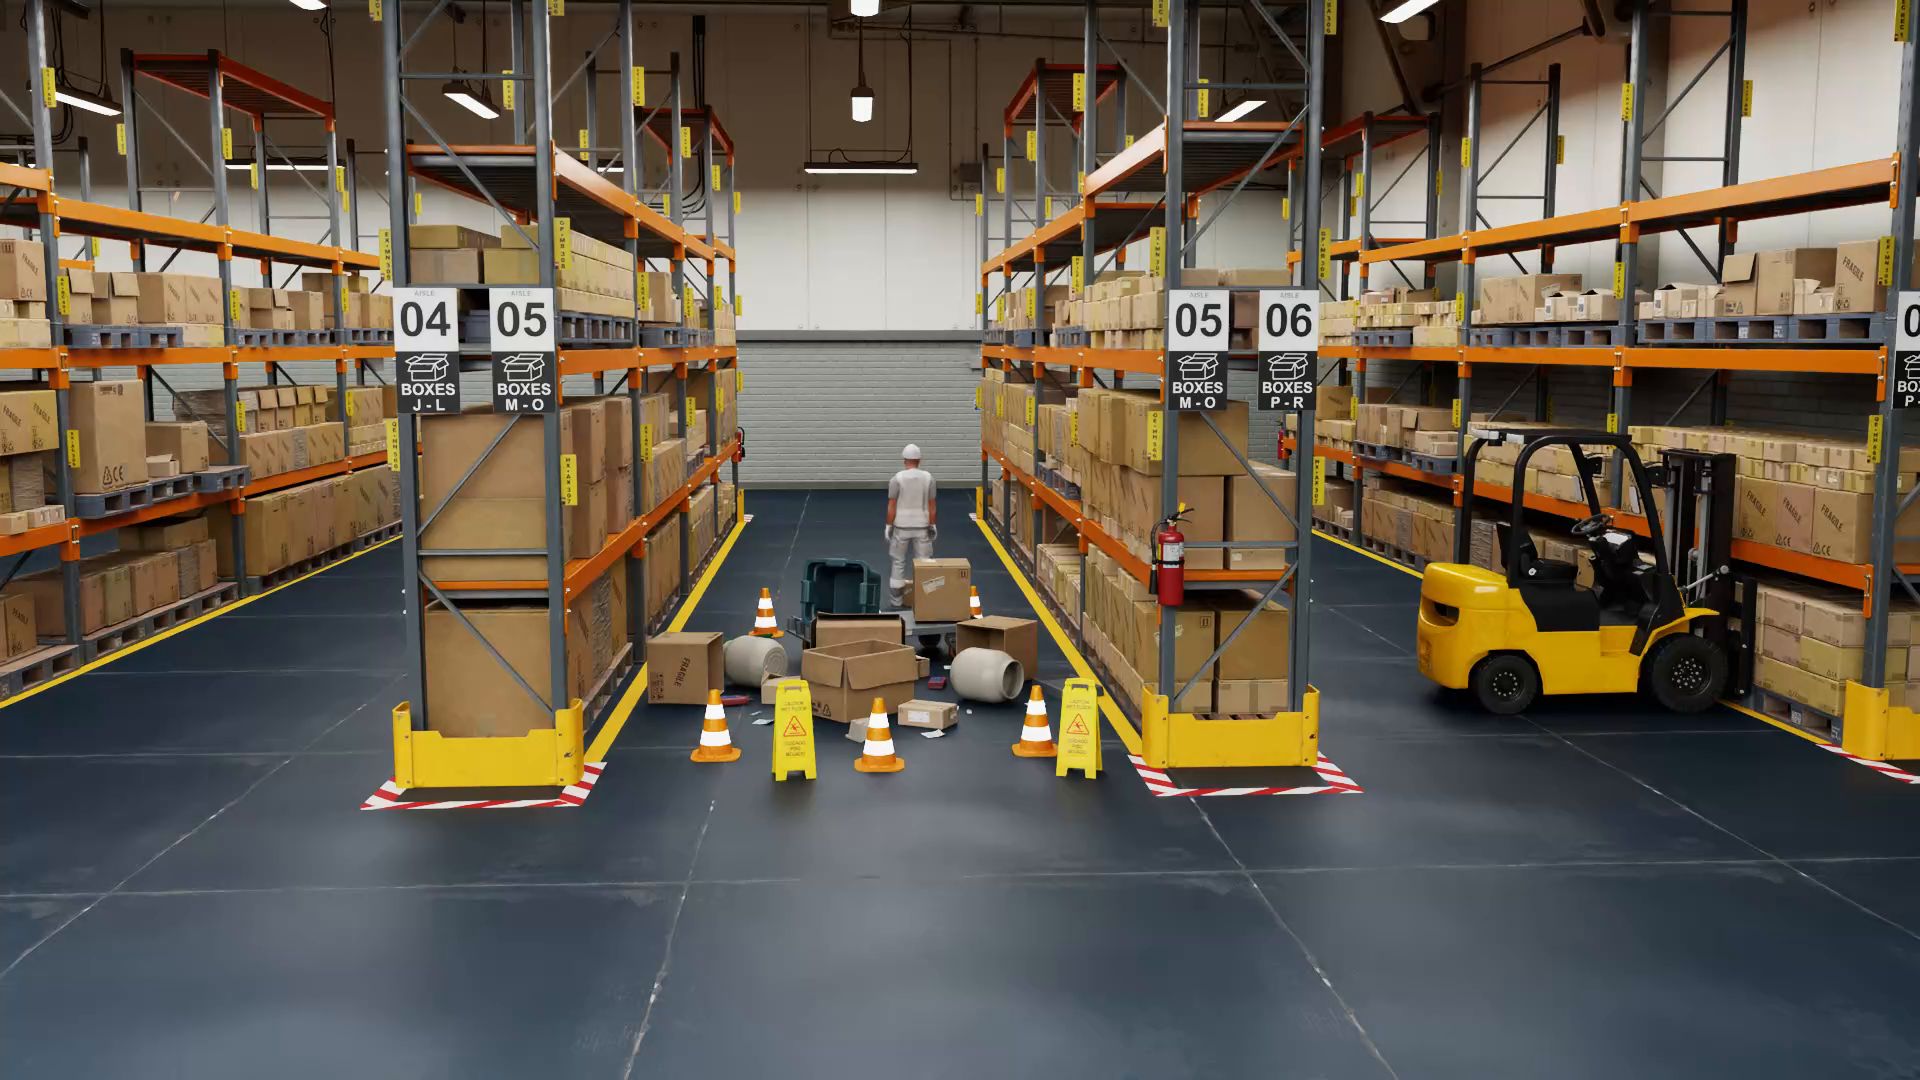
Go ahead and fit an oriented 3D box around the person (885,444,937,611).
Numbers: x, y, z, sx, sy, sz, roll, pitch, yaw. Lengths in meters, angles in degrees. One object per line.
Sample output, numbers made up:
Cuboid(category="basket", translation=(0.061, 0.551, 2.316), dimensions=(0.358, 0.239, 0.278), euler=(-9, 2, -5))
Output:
Cuboid(category="person", translation=(-0.538, -0.133, 17.741), dimensions=(0.564, 1.792, 0.569), euler=(-2, 7, -13))
